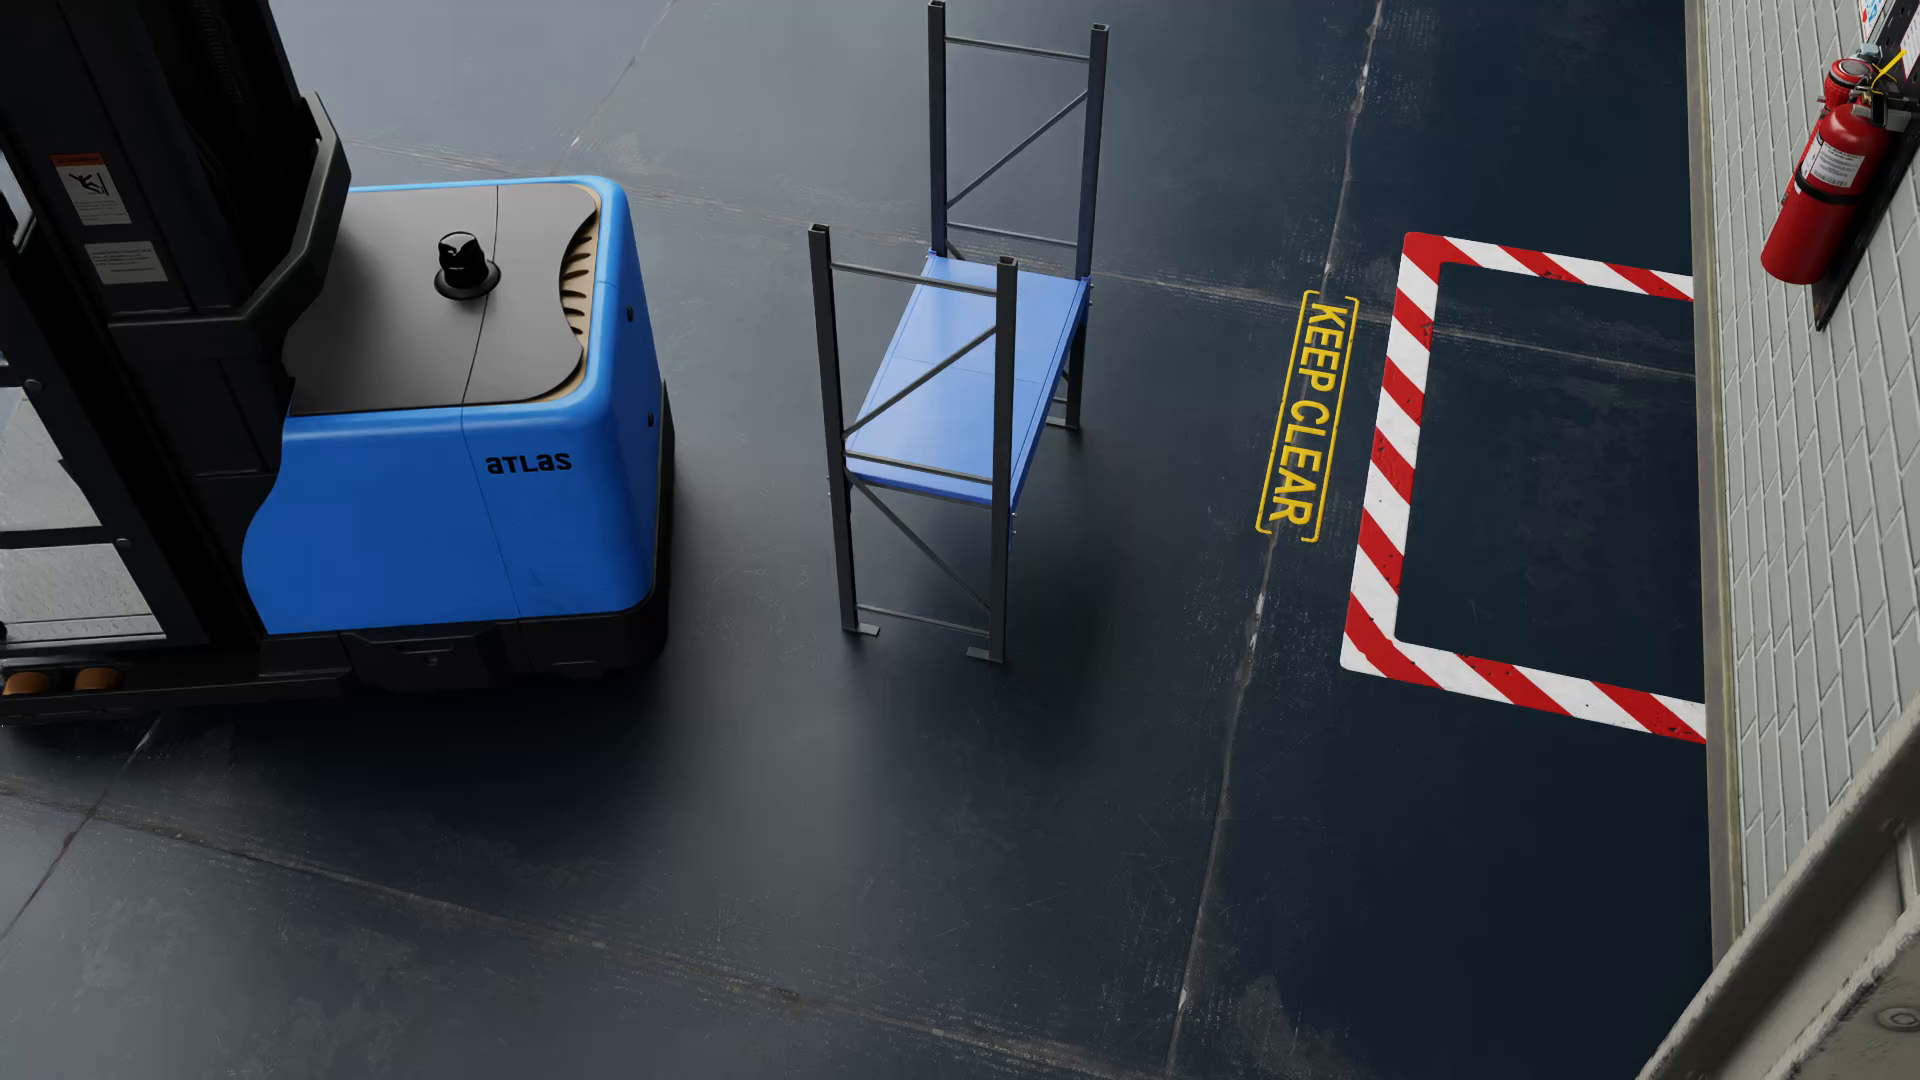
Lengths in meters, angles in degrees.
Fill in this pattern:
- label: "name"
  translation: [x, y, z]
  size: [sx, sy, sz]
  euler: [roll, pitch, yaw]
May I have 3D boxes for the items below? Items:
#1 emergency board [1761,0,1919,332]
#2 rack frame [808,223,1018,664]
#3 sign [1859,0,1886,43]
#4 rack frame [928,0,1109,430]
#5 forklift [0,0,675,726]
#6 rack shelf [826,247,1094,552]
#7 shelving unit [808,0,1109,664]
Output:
- label: "emergency board"
  translation: [2.329, -1.193, 4.302]
  size: [0.194, 1.169, 0.643]
  euler: [12, 50, 10]
- label: "rack frame"
  translation: [-0.111, -0.190, 4.418]
  size: [0.500, 1.500, 0.032]
  euler: [12, 50, 10]
- label: "sign"
  translation: [2.574, -1.584, 4.624]
  size: [0.001, 0.329, 0.234]
  euler: [12, 50, 10]
- label: "rack frame"
  translation: [0.156, -0.926, 5.067]
  size: [0.500, 1.500, 0.032]
  euler: [12, 50, 10]
- label: "forklift"
  translation: [-2.409, -0.855, 4.049]
  size: [3.031, 2.935, 1.130]
  euler: [-4, 49, -3]
- label: "rack shelf"
  translation: [0.022, -0.439, 4.877]
  size: [0.538, 0.185, 1.000]
  euler: [12, 50, 10]
- label: "shelving unit"
  translation: [0.022, -0.558, 4.742]
  size: [0.538, 1.500, 1.048]
  euler: [12, 50, 10]
